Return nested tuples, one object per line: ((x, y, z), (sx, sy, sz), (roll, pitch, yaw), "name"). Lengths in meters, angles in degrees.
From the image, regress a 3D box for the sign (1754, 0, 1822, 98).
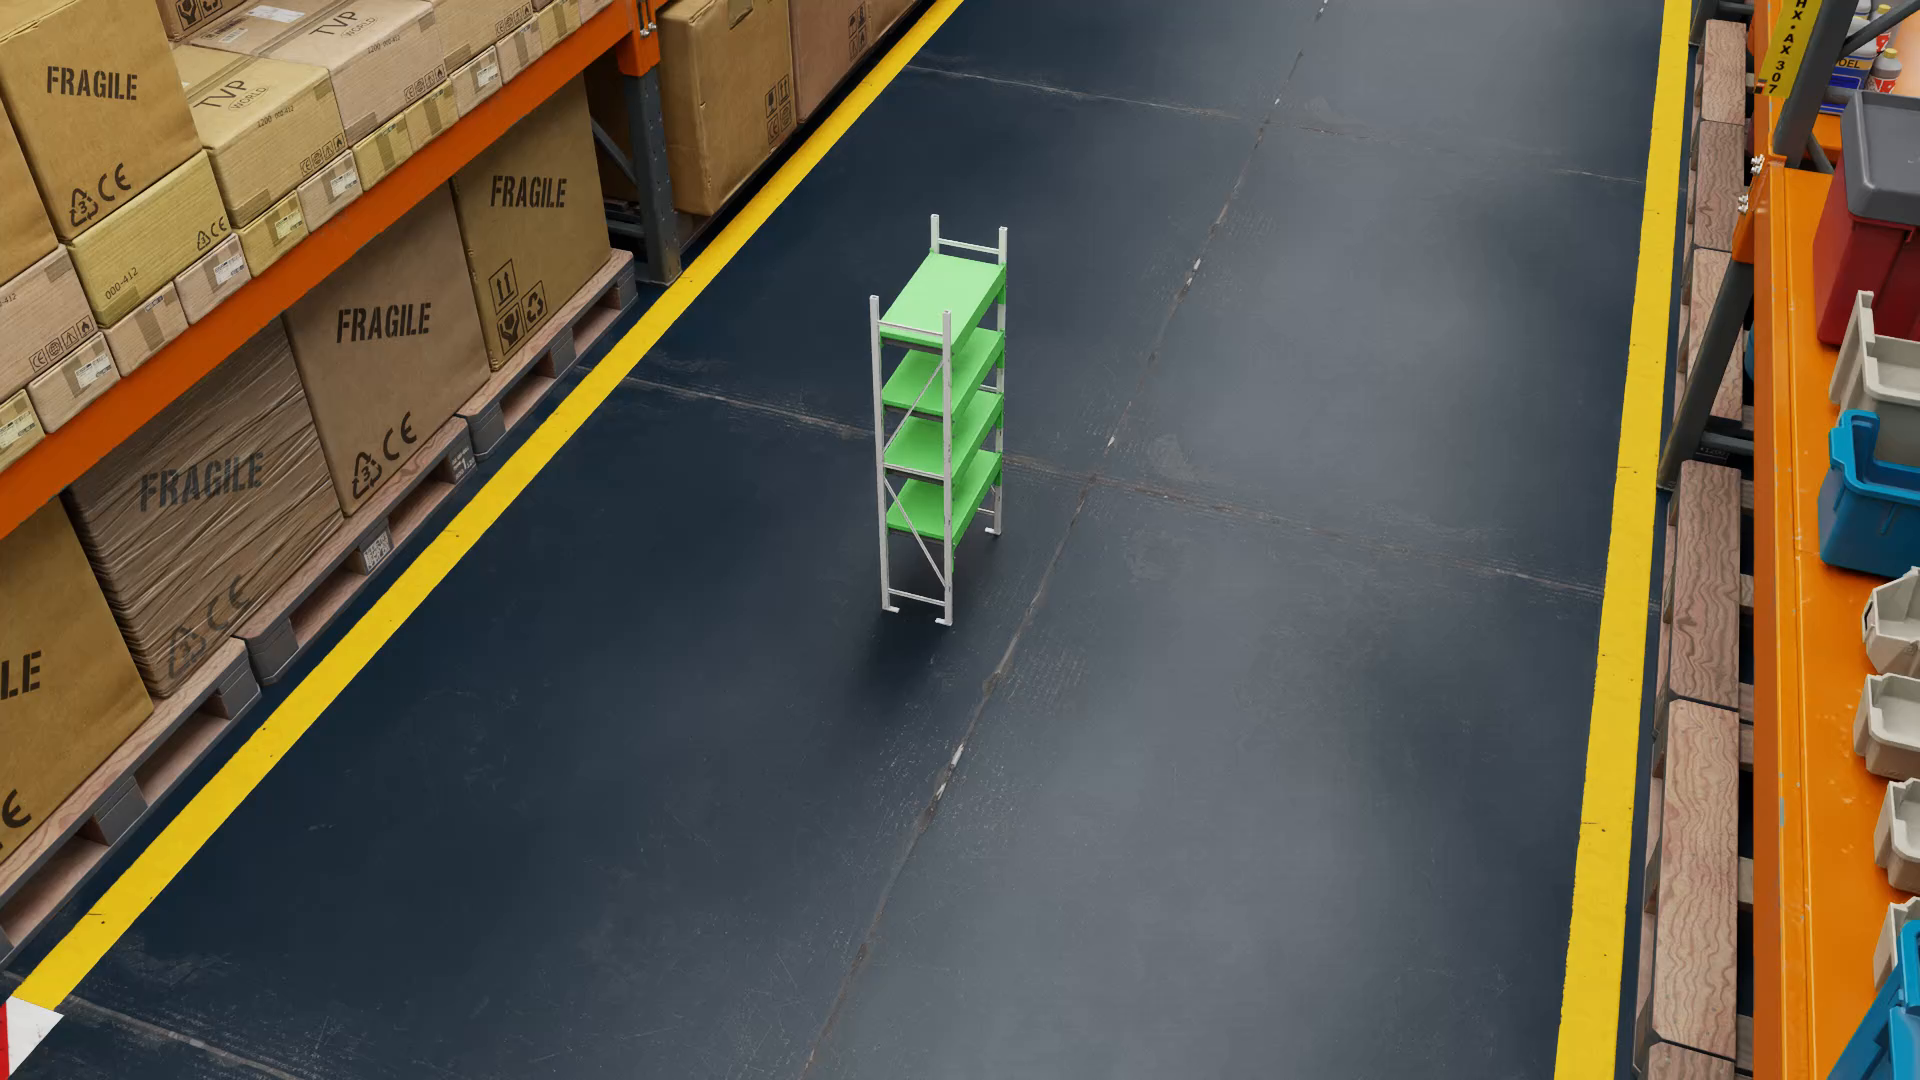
((2.467, -1.475, 4.955), (0.100, 0.325, 0.005), (13, 42, 15), "sign")

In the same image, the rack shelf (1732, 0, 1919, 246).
((3.668, -2.193, 6.564), (1.077, 0.370, 4.000), (13, 42, 15), "rack shelf")

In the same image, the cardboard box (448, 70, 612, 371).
((-1.971, -1.313, 6.291), (0.875, 0.875, 0.875), (13, 42, 15), "cardboard box")

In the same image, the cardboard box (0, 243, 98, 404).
((-2.449, -0.514, 3.928), (0.500, 0.250, 0.500), (13, 42, 15), "cardboard box")

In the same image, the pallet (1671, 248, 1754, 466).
((3.287, -0.647, 6.346), (1.003, 0.211, 1.213), (13, 42, 15), "pallet")

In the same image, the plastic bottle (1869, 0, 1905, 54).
((3.126, -1.829, 5.621), (0.144, 0.351, 0.185), (13, 42, 15), "plastic bottle")

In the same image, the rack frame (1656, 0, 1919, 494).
((2.984, -1.247, 4.900), (1.000, 3.000, 0.127), (13, 42, 15), "rack frame")

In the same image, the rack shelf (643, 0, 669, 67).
((-0.987, -3.292, 7.852), (1.077, 0.370, 4.000), (13, 42, 15), "rack shelf")

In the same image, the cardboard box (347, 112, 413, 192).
((-1.906, -1.208, 5.048), (0.380, 0.149, 0.250), (13, 42, 14), "cardboard box")

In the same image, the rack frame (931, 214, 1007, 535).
((0.027, -0.504, 5.417), (0.240, 1.200, 0.015), (13, 42, 15), "rack frame")

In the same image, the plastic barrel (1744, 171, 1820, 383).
((3.186, -0.936, 5.830), (0.600, 0.901, 0.708), (13, 42, 15), "plastic barrel")

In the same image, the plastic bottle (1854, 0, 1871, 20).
((2.940, -1.735, 5.568), (0.152, 0.276, 0.135), (13, 42, 15), "plastic bottle")

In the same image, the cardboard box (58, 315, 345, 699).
((-2.584, -0.221, 5.012), (0.875, 0.875, 0.875), (13, 42, 15), "cardboard box")

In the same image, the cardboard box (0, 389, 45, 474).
((-2.433, -0.267, 3.946), (0.380, 0.149, 0.250), (12, 42, 14), "cardboard box")

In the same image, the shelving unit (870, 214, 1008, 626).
((-0.057, -0.355, 5.242), (0.258, 1.200, 0.503), (13, 42, 15), "shelving unit")

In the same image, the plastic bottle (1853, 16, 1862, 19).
((2.931, -1.628, 5.500), (0.097, 0.201, 0.097), (0, 40, 0), "plastic bottle")

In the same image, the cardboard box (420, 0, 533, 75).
((-1.750, -1.759, 5.387), (0.500, 0.250, 0.500), (15, 43, 16), "cardboard box")

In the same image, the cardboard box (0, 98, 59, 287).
((-2.450, -0.786, 3.668), (0.500, 0.500, 0.500), (12, 42, 14), "cardboard box")

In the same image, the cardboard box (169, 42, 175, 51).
((-2.600, -1.255, 4.797), (0.500, 0.250, 0.500), (13, 42, 15), "cardboard box")

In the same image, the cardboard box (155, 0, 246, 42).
((-2.424, -1.835, 4.899), (0.500, 0.500, 0.500), (12, 42, 14), "cardboard box")

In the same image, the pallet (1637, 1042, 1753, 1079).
((1.934, 1.759, 3.525), (1.003, 0.211, 1.213), (13, 42, 15), "pallet")

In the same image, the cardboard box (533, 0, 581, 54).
((-1.555, -1.835, 5.783), (0.380, 0.149, 0.250), (14, 42, 16), "cardboard box")

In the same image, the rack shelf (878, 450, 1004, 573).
((-0.057, -0.124, 5.439), (0.258, 0.148, 0.480), (13, 42, 15), "rack shelf")

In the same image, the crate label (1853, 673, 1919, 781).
((1.910, 0.384, 3.146), (0.396, 0.136, 0.243), (13, 42, 15), "crate label")

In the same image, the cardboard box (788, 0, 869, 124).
((-1.166, -2.638, 7.844), (1.225, 0.875, 0.875), (12, 42, 14), "cardboard box")

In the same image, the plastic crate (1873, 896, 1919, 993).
((1.725, 0.733, 2.737), (0.396, 0.136, 0.243), (13, 42, 15), "plastic crate")

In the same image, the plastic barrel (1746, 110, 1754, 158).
((3.814, -1.938, 7.245), (0.600, 0.588, 0.708), (13, 42, 15), "plastic barrel")

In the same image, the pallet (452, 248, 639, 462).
((-2.004, -0.839, 6.571), (1.003, 0.211, 1.213), (13, 42, 15), "pallet")

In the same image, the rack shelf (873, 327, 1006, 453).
((-0.057, -0.489, 5.128), (0.258, 0.148, 0.480), (13, 42, 15), "rack shelf")

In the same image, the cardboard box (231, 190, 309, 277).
((-2.082, -0.893, 4.679), (0.380, 0.149, 0.250), (12, 42, 14), "cardboard box")

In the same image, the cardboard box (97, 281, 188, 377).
((-2.257, -0.581, 4.314), (0.380, 0.149, 0.250), (13, 42, 14), "cardboard box")

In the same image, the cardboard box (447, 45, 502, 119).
((-1.731, -1.521, 5.416), (0.380, 0.149, 0.250), (14, 42, 16), "cardboard box")

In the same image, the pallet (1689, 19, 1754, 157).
((4.121, -2.136, 8.091), (1.003, 0.211, 1.213), (13, 42, 15), "pallet")

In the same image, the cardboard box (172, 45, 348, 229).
((-2.100, -1.139, 4.660), (0.500, 0.250, 0.500), (12, 42, 14), "cardboard box")

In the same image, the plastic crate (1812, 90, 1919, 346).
((2.443, -0.805, 4.287), (0.402, 0.464, 0.583), (13, 42, 15), "plastic crate")

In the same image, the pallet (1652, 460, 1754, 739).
((2.769, 0.271, 5.270), (1.003, 0.211, 1.213), (13, 42, 15), "pallet")

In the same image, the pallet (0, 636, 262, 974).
((-2.839, 0.649, 4.826), (1.003, 0.211, 1.213), (13, 42, 15), "pallet")

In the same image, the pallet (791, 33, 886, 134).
((-1.062, -2.519, 8.540), (1.003, 0.211, 1.213), (13, 42, 15), "pallet")

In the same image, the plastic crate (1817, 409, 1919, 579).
((2.077, -0.076, 3.611), (0.416, 0.233, 0.300), (13, 42, 15), "plastic crate")
